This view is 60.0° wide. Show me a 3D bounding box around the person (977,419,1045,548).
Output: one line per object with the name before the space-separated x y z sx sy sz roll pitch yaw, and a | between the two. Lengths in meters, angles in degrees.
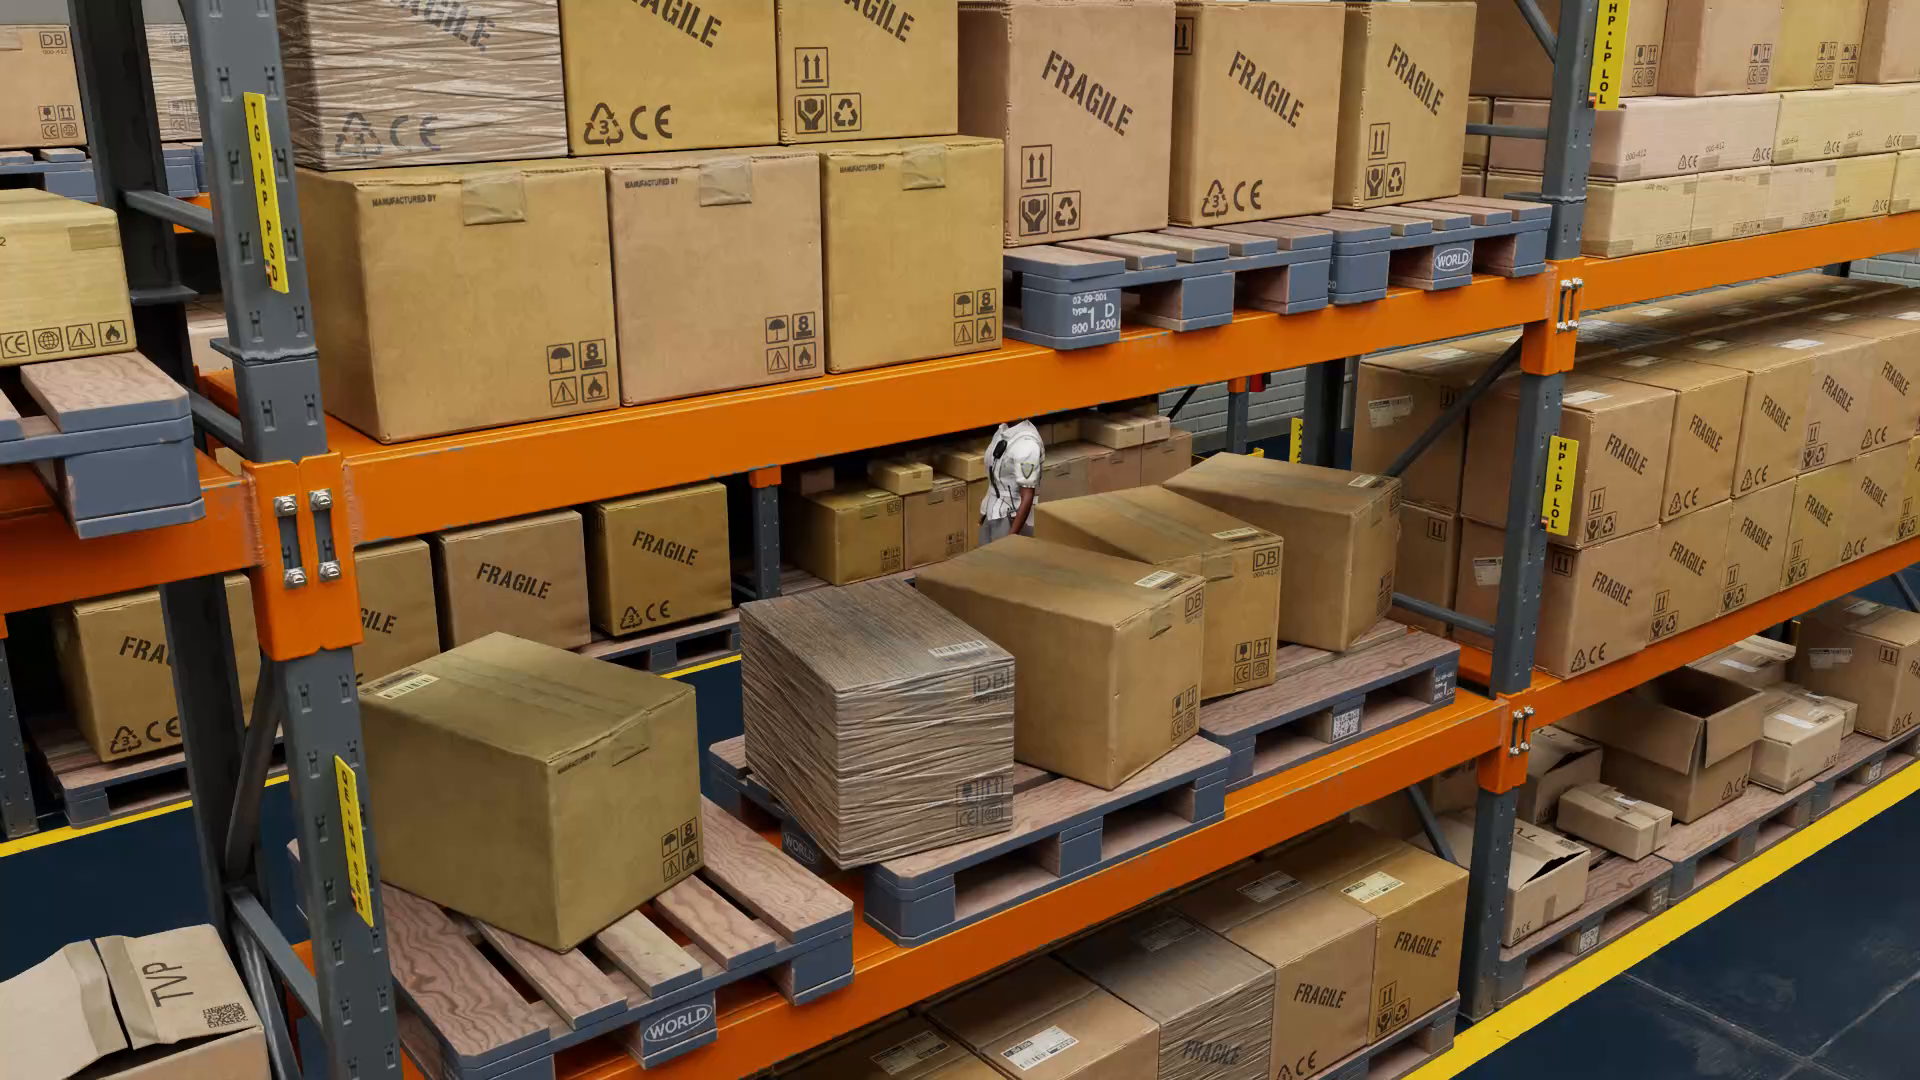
person | 0.191 -0.090 9.247 0.529 1.694 0.568 -4 18 -12
